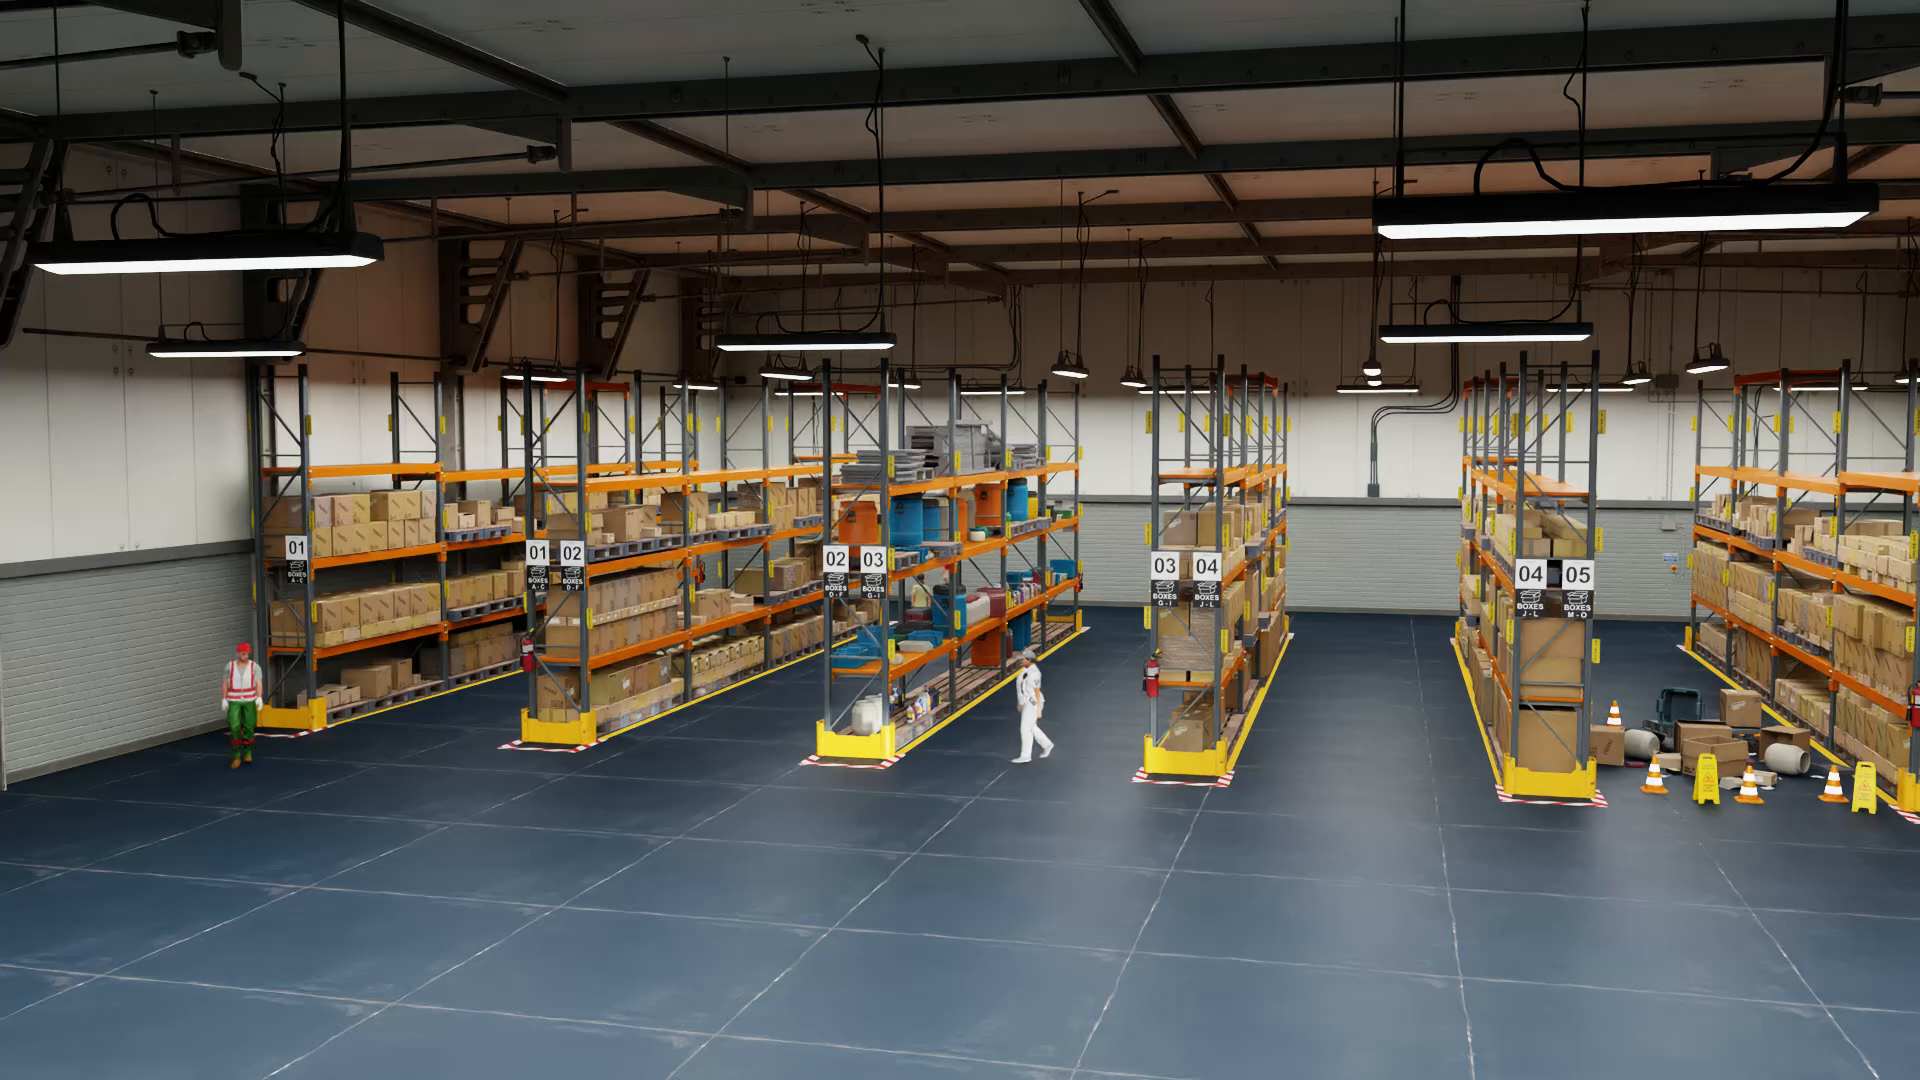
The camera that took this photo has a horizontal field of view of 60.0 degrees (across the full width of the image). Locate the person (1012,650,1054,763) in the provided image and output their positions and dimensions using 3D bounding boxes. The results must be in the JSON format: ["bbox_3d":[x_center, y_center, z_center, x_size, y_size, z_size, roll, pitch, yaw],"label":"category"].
[{"bbox_3d":[1.090,2.460,24.816,0.730,1.653,0.466,-1,4,-14],"label":"person"}]

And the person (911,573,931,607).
[{"bbox_3d":[-0.878,1.578,37.545,0.469,1.675,0.485,-1,4,-17],"label":"person"}]

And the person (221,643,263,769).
[{"bbox_3d":[-10.580,2.439,24.529,0.565,1.839,0.585,-2,4,-26],"label":"person"}]

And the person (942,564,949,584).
[{"bbox_3d":[-0.277,0.982,45.754,0.438,1.748,0.560,1,4,18],"label":"person"}]
